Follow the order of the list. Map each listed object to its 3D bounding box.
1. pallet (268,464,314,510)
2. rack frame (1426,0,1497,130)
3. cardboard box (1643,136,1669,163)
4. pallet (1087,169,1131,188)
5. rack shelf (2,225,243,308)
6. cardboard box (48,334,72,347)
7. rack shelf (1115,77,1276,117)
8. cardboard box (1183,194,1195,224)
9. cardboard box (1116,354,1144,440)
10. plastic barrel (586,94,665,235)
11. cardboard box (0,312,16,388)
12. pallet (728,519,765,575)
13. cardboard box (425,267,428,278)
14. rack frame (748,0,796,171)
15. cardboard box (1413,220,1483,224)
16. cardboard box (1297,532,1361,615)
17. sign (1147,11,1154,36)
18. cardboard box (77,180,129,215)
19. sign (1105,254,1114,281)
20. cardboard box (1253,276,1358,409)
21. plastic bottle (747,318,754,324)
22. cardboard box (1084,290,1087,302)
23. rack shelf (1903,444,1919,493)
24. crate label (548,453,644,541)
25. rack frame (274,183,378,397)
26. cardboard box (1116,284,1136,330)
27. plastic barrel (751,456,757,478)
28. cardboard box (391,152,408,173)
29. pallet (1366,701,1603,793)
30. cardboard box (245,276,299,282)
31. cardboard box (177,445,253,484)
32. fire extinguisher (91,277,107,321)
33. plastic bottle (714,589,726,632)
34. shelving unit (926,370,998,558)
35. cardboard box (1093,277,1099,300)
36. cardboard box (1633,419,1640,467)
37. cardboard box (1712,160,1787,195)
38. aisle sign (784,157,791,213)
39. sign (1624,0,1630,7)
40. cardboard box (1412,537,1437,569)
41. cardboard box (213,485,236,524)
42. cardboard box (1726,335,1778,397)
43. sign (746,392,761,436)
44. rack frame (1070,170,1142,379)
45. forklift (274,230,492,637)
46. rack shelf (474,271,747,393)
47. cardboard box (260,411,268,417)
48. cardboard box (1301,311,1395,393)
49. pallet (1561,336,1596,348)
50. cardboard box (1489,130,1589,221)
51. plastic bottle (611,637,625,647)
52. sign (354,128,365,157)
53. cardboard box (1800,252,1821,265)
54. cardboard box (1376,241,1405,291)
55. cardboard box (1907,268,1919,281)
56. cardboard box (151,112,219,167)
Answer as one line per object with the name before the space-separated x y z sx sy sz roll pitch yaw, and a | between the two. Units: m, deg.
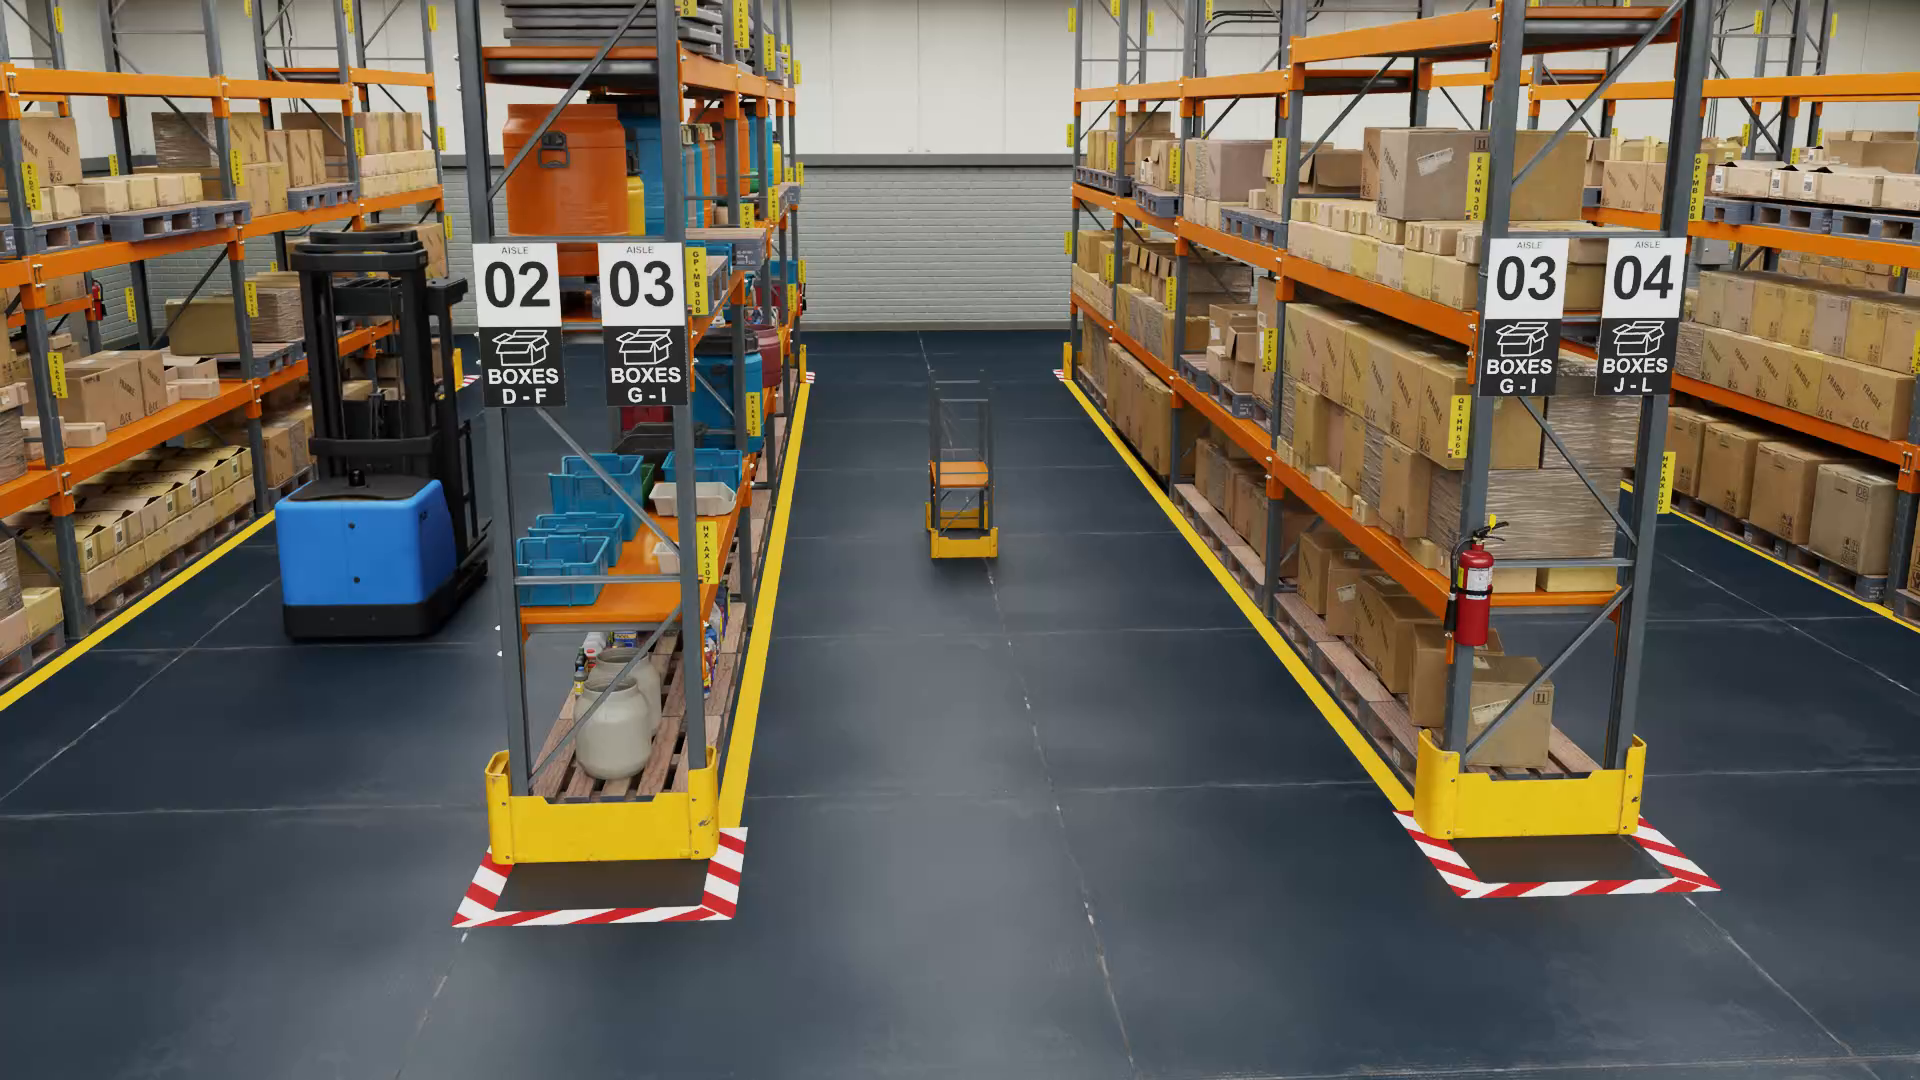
pallet | -7.277 -0.543 16.937 1.003 0.211 1.213 -1 14 -3
rack frame | 7.080 -6.806 23.641 1.000 3.000 0.127 -1 14 -3
cardboard box | 7.245 -4.006 17.045 0.396 0.266 0.258 -1 14 -3
pallet | 2.258 -4.770 21.928 1.003 0.211 1.213 -1 14 -3
rack shelf | -7.145 -2.314 13.648 1.077 0.370 4.000 -1 14 -3
cardboard box | -12.375 -2.725 22.692 0.380 0.149 0.250 -1 14 -4
rack shelf | 2.495 -4.720 17.781 1.077 0.370 4.000 -1 14 -3
cardboard box | 2.394 -3.118 15.632 0.500 0.250 0.500 -1 14 -2
cardboard box | 2.487 -1.647 19.054 1.225 0.875 0.875 -1 14 -5
plastic barrel | -2.122 -2.438 10.836 0.600 0.901 0.708 -1 14 -3
cardboard box | -6.987 -1.279 11.396 0.700 0.500 0.500 -1 14 -3
pallet | -2.243 0.064 14.579 1.003 0.211 1.213 -1 14 -3
cardboard box | -7.404 -3.385 22.185 0.500 0.500 0.500 -1 14 -3
rack frame | -2.820 -6.678 23.144 1.000 3.000 0.127 -1 14 -3
cardboard box | 2.830 -1.765 9.573 0.380 0.149 0.250 -1 14 -3
cardboard box | 2.852 0.243 12.460 0.500 0.500 0.500 -1 14 -5
sign | 2.666 -7.250 23.334 0.100 0.325 0.005 -1 14 -3
cardboard box | -7.078 -2.772 13.443 0.500 0.250 0.500 -2 15 -8
sign | 1.817 -3.303 20.170 0.100 0.325 0.005 -1 14 -3
cardboard box | 2.957 -1.558 13.239 1.000 1.000 1.000 -1 14 -3
plastic bottle | -2.264 -2.220 17.959 0.144 0.351 0.185 -1 14 -3
cardboard box | 1.898 -3.314 22.615 0.380 0.149 0.250 -1 14 -4
rack shelf | 7.948 -0.070 10.946 1.077 0.370 4.000 -1 14 -3
crate label | -2.213 -0.264 10.185 0.502 0.435 0.616 -1 14 -3
rack frame | -7.516 -2.702 19.732 1.000 3.000 0.127 -1 14 -3
cardboard box | 2.150 -2.784 19.851 0.500 0.500 0.500 -1 14 -3
plastic barrel | -2.372 -1.057 16.849 0.600 0.830 0.708 -1 14 -3
cardboard box | -7.382 -4.822 21.250 0.500 0.250 0.500 -1 14 -3
pallet | 3.095 1.259 9.932 1.003 0.211 1.213 -1 14 -3
cardboard box | -7.604 -2.663 18.535 0.700 0.500 0.500 1 14 5
cardboard box | -6.990 -0.724 15.594 0.500 0.311 0.500 -1 14 -2
fire extinguisher | -12.257 -3.446 23.527 0.296 0.674 0.183 -1 14 -3
plastic bottle | -1.737 0.485 11.777 0.144 0.351 0.185 -2 15 -6
shelving unit | 0.005 -0.707 14.989 0.587 1.500 1.083 -1 14 -3
cardboard box | 2.016 -3.287 21.709 0.500 0.250 0.500 -1 14 -2
cardboard box | 7.274 -1.063 17.536 0.500 0.500 0.500 -1 14 -4
cardboard box | 7.401 -3.389 15.516 0.500 0.311 0.500 -1 14 -3
aisle sign | -2.532 -5.054 23.655 0.394 0.787 0.004 -1 14 -3
sign | 7.881 -6.350 19.678 0.100 0.325 0.005 -1 14 -3
cardboard box | 2.809 0.061 9.498 0.380 0.149 0.250 -1 14 -3
cardboard box | -6.957 -0.324 15.164 0.500 0.250 0.500 -1 14 -4
cardboard box | 7.399 -1.591 15.215 0.500 0.500 0.500 -1 14 -3
sign | -1.527 -0.928 12.281 0.100 0.325 0.005 -1 14 -3
rack frame | 2.123 -3.849 24.189 1.000 3.000 0.127 -1 14 -3
forklift | -4.525 -1.019 13.329 1.130 2.935 3.031 -1 14 -3
rack shelf | -1.953 -1.395 10.075 1.077 0.370 4.000 -1 14 -3
cardboard box | -7.592 -1.067 17.512 0.500 0.500 0.500 -1 14 -5
cardboard box | 2.674 -1.301 11.482 0.500 0.500 0.500 -1 14 -3
pallet | 7.412 -2.309 18.591 1.003 0.211 1.213 -1 14 -3
cardboard box | 3.292 -2.130 9.689 0.500 0.500 0.500 -1 14 -4
plastic bottle | -2.273 0.748 11.058 0.097 0.201 0.097 0 14 0
sign | -6.963 -4.605 19.281 0.100 0.325 0.005 -1 14 -3
cardboard box | 11.870 -4.030 22.687 0.500 0.500 0.500 -1 14 -3
cardboard box | 2.774 -1.617 9.797 0.500 0.250 0.500 -1 14 -2
cardboard box | 12.003 -3.426 20.338 0.500 0.500 0.500 -1 14 -3
cardboard box | -7.289 -3.801 15.777 0.500 0.500 0.500 -1 14 -3
